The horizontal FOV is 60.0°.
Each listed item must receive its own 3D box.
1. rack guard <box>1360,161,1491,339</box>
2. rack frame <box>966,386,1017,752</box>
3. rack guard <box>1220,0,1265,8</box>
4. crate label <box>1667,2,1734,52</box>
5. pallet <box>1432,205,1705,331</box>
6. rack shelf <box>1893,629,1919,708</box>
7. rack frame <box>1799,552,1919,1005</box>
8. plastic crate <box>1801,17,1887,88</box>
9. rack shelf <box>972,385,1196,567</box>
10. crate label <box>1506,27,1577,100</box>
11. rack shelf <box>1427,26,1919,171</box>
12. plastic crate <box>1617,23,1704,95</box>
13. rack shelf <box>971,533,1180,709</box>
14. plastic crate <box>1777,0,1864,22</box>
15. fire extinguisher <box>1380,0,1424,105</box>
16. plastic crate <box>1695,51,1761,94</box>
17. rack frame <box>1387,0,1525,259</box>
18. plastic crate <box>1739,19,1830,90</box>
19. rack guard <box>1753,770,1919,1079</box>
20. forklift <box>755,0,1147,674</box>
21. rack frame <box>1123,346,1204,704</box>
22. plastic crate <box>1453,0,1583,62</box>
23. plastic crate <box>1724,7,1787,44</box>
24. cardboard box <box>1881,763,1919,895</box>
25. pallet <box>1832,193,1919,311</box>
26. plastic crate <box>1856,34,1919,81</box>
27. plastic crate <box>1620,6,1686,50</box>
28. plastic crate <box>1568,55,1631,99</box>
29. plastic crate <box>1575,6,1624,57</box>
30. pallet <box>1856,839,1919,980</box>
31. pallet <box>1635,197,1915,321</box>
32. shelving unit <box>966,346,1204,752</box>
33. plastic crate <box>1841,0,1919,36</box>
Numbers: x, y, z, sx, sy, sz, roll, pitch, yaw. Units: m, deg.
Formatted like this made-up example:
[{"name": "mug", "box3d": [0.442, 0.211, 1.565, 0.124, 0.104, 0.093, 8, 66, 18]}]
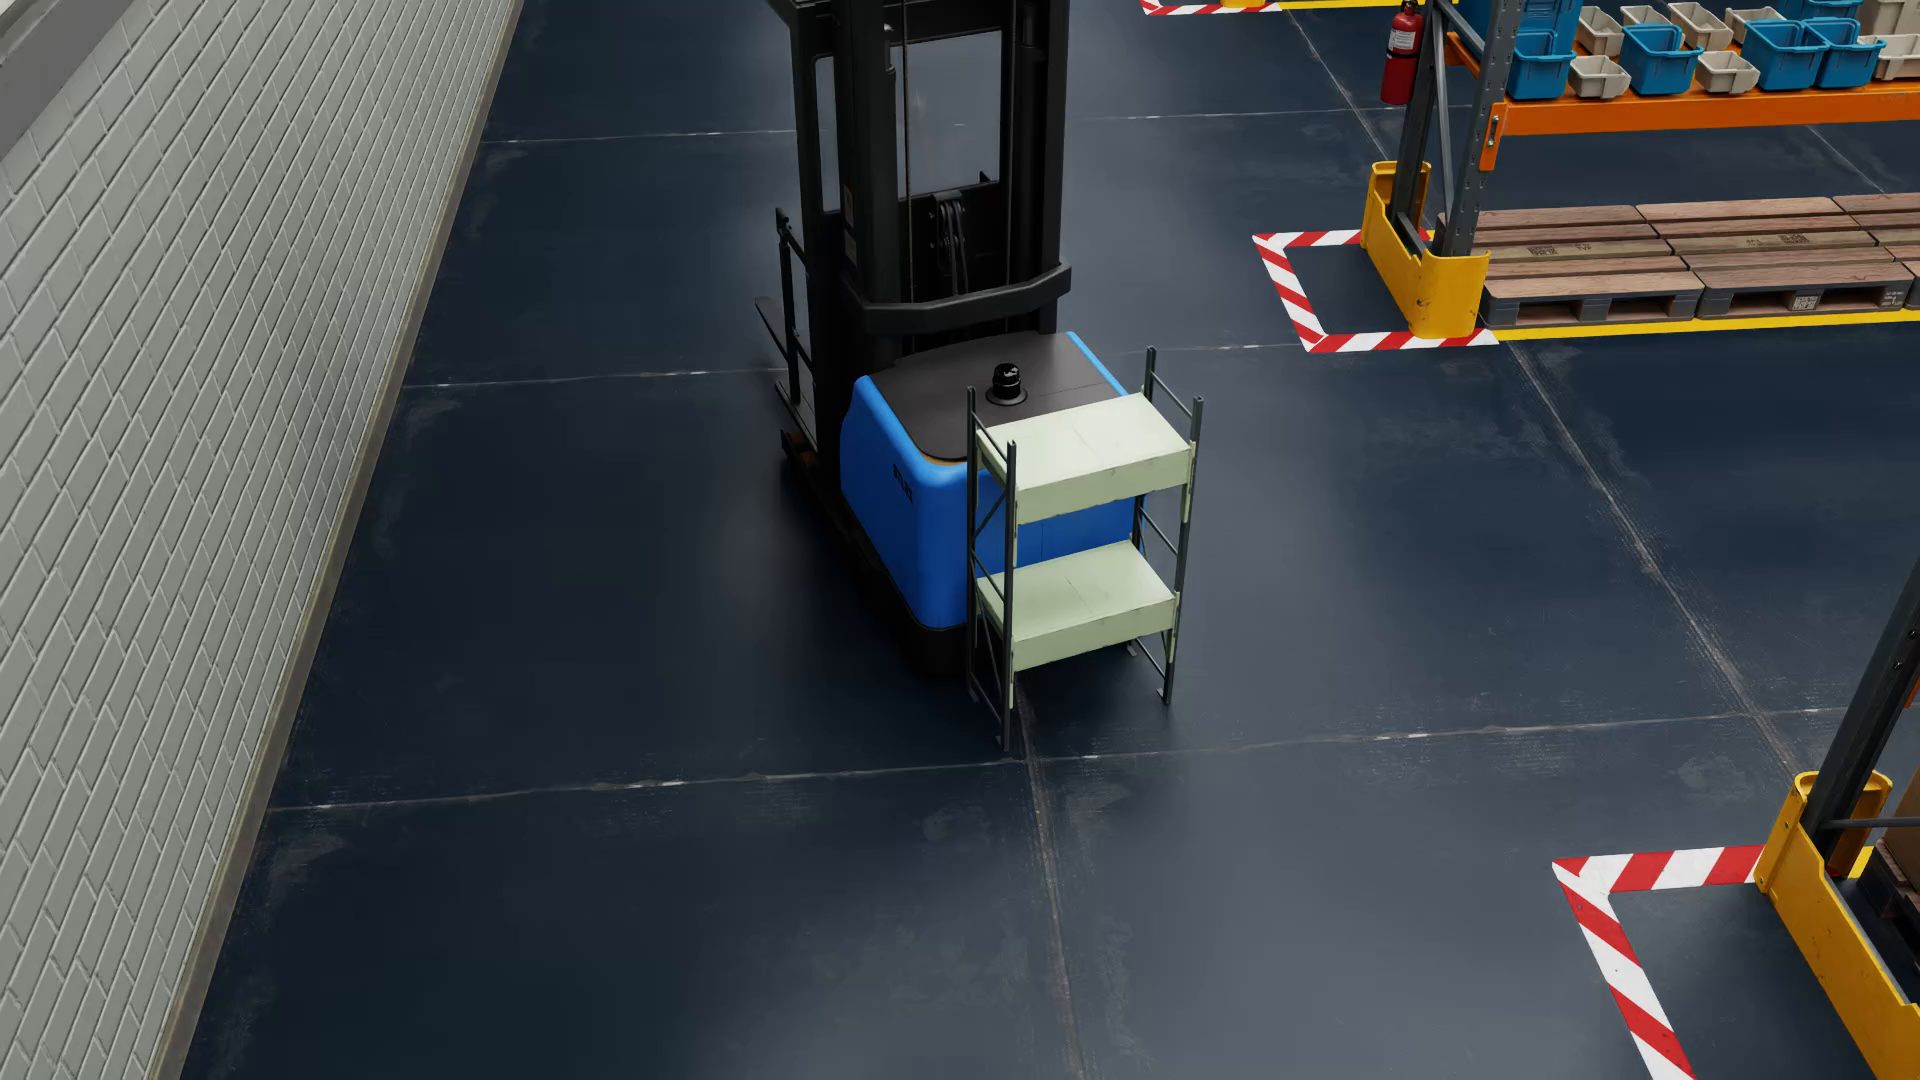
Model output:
[{"name": "rack guard", "box3d": [2.624, -1.667, 9.459, 0.348, 0.500, 1.175, -3, 38, -4]}, {"name": "rack frame", "box3d": [0.111, 0.146, 6.354, 0.023, 1.500, 0.400, -14, 40, -17]}, {"name": "rack guard", "box3d": [2.184, -4.731, 13.342, 0.348, 0.500, 1.175, -3, 38, -4]}, {"name": "crate label", "box3d": [4.008, -2.771, 9.005, 0.243, 0.136, 0.396, -3, 38, -4]}, {"name": "pallet", "box3d": [3.472, -1.584, 9.587, 1.213, 0.211, 1.003, -3, 38, -4]}, {"name": "rack shelf", "box3d": [5.074, 0.571, 5.185, 4.000, 0.370, 1.077, -3, 38, -4]}, {"name": "rack frame", "box3d": [3.082, 0.399, 4.823, 0.127, 3.000, 1.000, -3, 38, -4]}, {"name": "plastic crate", "box3d": [4.532, -2.515, 8.602, 0.300, 0.233, 0.416, -3, 38, -4]}, {"name": "rack shelf", "box3d": [0.450, -0.246, 6.220, 0.720, 0.370, 0.431, -14, 40, -17]}, {"name": "crate label", "box3d": [2.922, -2.426, 8.490, 0.303, 0.233, 0.416, -3, 38, -4]}, {"name": "rack shelf", "box3d": [4.639, -2.485, 9.059, 4.000, 0.370, 1.077, -3, 38, -4]}, {"name": "plastic crate", "box3d": [3.578, -2.462, 8.535, 0.300, 0.233, 0.416, -3, 38, -4]}, {"name": "rack shelf", "box3d": [0.450, 0.317, 6.664, 0.720, 0.370, 0.431, -14, 40, -17]}, {"name": "plastic crate", "box3d": [4.670, -2.886, 9.073, 0.300, 0.233, 0.416, -3, 38, -4]}, {"name": "fire extinguisher", "box3d": [2.456, -2.753, 9.181, 0.183, 0.674, 0.296, -3, 38, -4]}, {"name": "plastic crate", "box3d": [3.924, -2.392, 8.524, 0.298, 0.136, 0.250, -3, 38, -4]}, {"name": "rack frame", "box3d": [2.647, -2.658, 8.697, 0.127, 3.000, 1.000, -3, 38, -4]}, {"name": "plastic crate", "box3d": [4.233, -2.498, 8.581, 0.300, 0.233, 0.416, -3, 38, -4]}, {"name": "rack guard", "box3d": [3.158, 1.376, 5.603, 0.348, 0.500, 1.175, -3, 38, -4]}, {"name": "forklift", "box3d": [-0.234, -1.508, 7.295, 1.130, 2.935, 3.031, -14, 40, -17]}, {"name": "rack frame", "box3d": [0.789, -0.025, 6.571, 0.023, 1.500, 0.400, -14, 40, -17]}, {"name": "plastic crate", "box3d": [2.964, -2.829, 8.837, 0.499, 0.435, 0.616, -3, 38, -4]}, {"name": "plastic crate", "box3d": [4.302, -2.799, 9.041, 0.250, 0.136, 0.298, -3, 38, -4]}, {"name": "cardboard box", "box3d": [3.602, 1.026, 5.692, 0.500, 0.500, 0.500, -3, 38, -4]}, {"name": "pallet", "box3d": [5.902, -1.718, 9.757, 1.213, 0.211, 1.003, -3, 38, -4]}, {"name": "plastic crate", "box3d": [4.923, -2.516, 8.682, 0.466, 0.136, 0.293, -3, 38, -4]}, {"name": "plastic crate", "box3d": [3.733, -2.741, 8.967, 0.243, 0.136, 0.396, -3, 38, -4]}, {"name": "plastic crate", "box3d": [3.249, -2.355, 8.477, 0.298, 0.136, 0.250, -3, 38, -4]}, {"name": "plastic crate", "box3d": [3.443, -2.734, 8.958, 0.243, 0.136, 0.396, -3, 38, -4]}, {"name": "pallet", "box3d": [3.952, 1.445, 5.748, 1.213, 0.211, 1.003, -3, 38, -4]}, {"name": "pallet", "box3d": [4.684, -1.649, 9.670, 1.213, 0.211, 1.003, -3, 38, -4]}, {"name": "shelving unit", "box3d": [0.450, 0.061, 6.462, 0.755, 1.500, 0.431, -14, 40, -17]}, {"name": "plastic crate", "box3d": [5.094, -2.884, 9.031, 0.530, 0.282, 0.437, -3, 38, -4]}]
